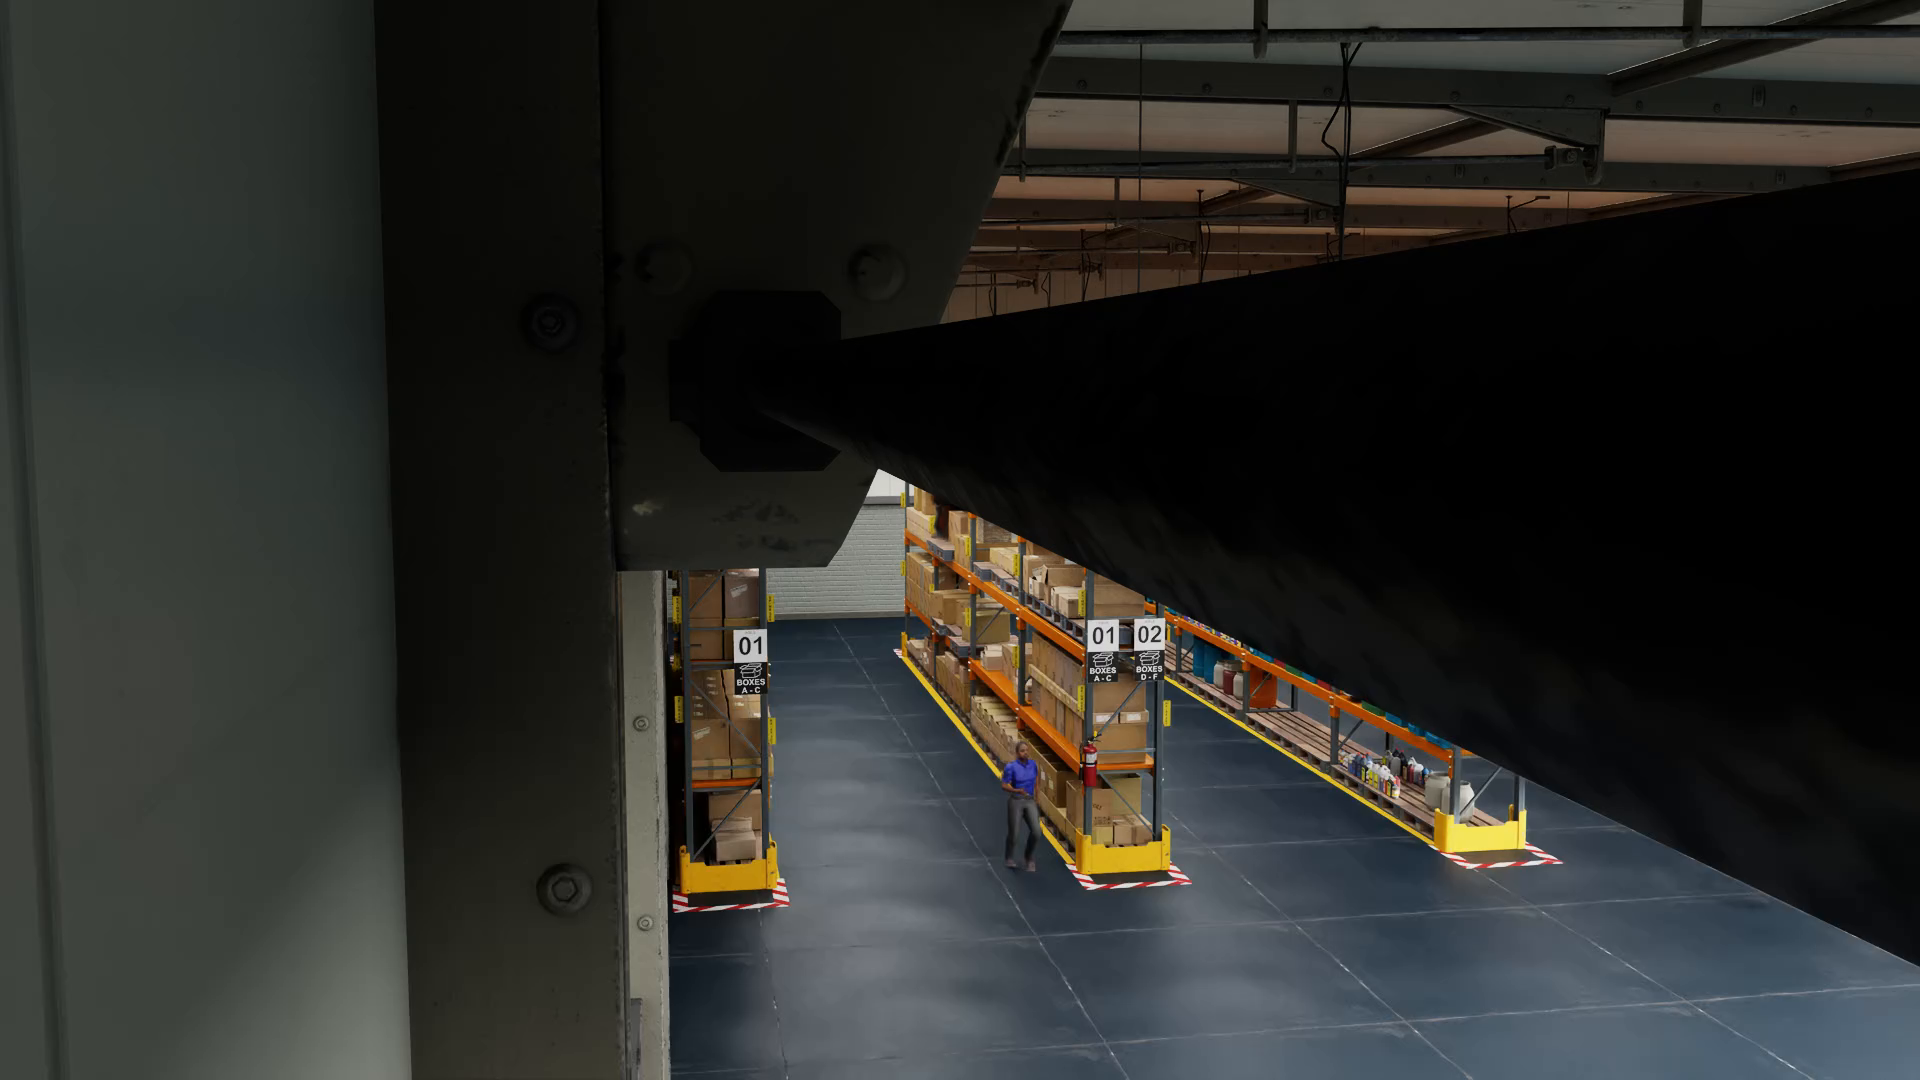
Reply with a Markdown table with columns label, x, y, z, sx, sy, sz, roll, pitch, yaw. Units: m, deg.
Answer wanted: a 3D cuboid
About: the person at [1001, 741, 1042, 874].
| label | x | y | z | sx | sy | sz | roll | pitch | yaw |
| --- | --- | --- | --- | --- | --- | --- | --- | --- | --- |
| person | 0.794 | 3.370 | 20.849 | 0.583 | 1.687 | 0.650 | -2 | 6 | -20 |
